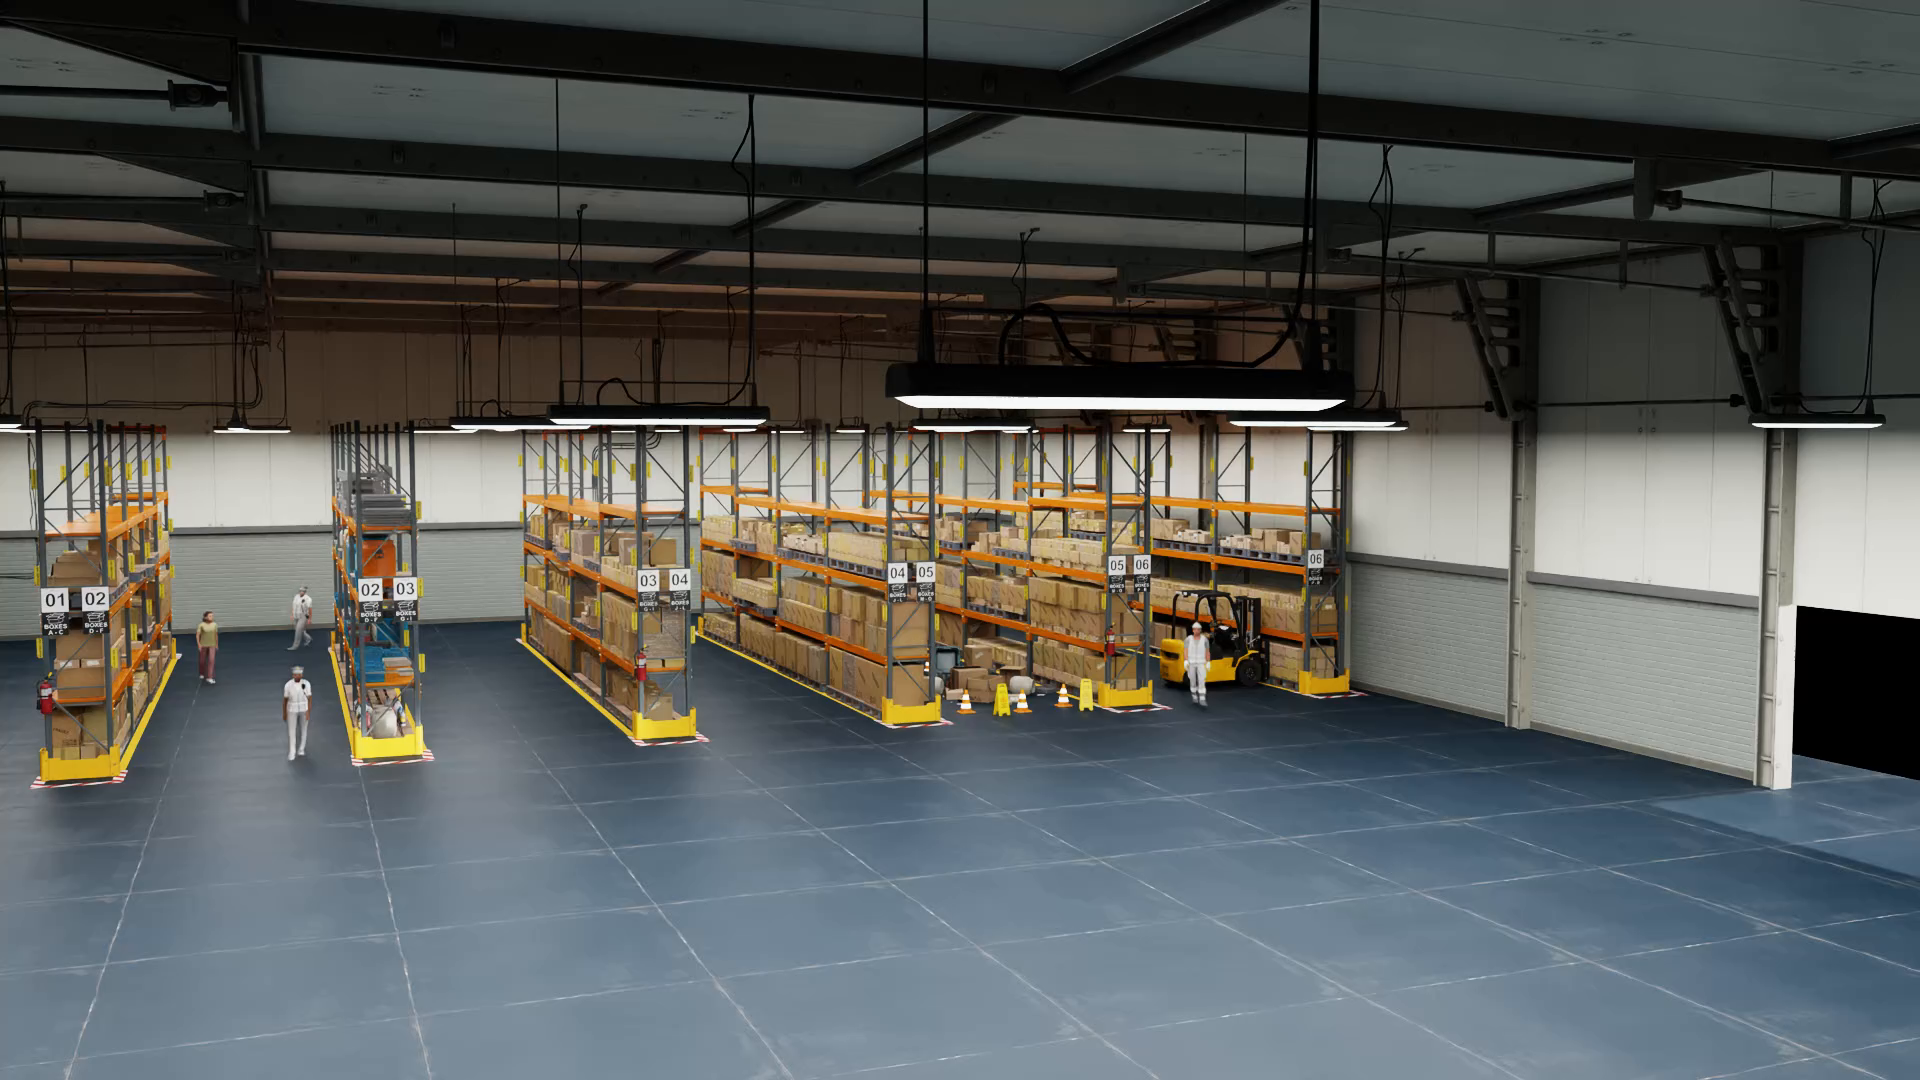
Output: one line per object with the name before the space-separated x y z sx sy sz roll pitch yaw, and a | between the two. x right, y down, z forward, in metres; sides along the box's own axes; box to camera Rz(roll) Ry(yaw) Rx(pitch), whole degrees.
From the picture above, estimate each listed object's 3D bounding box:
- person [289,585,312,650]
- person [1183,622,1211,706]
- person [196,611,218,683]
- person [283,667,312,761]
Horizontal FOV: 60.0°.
person | -17.668 2.070 44.695 0.556 1.726 0.945 1 4 17
person | 5.006 2.622 35.148 0.573 1.746 0.960 1 4 14
person | -17.537 2.484 38.786 0.515 1.645 0.833 -3 5 -40
person | -11.734 3.044 29.433 0.500 1.627 0.956 -2 4 -30
